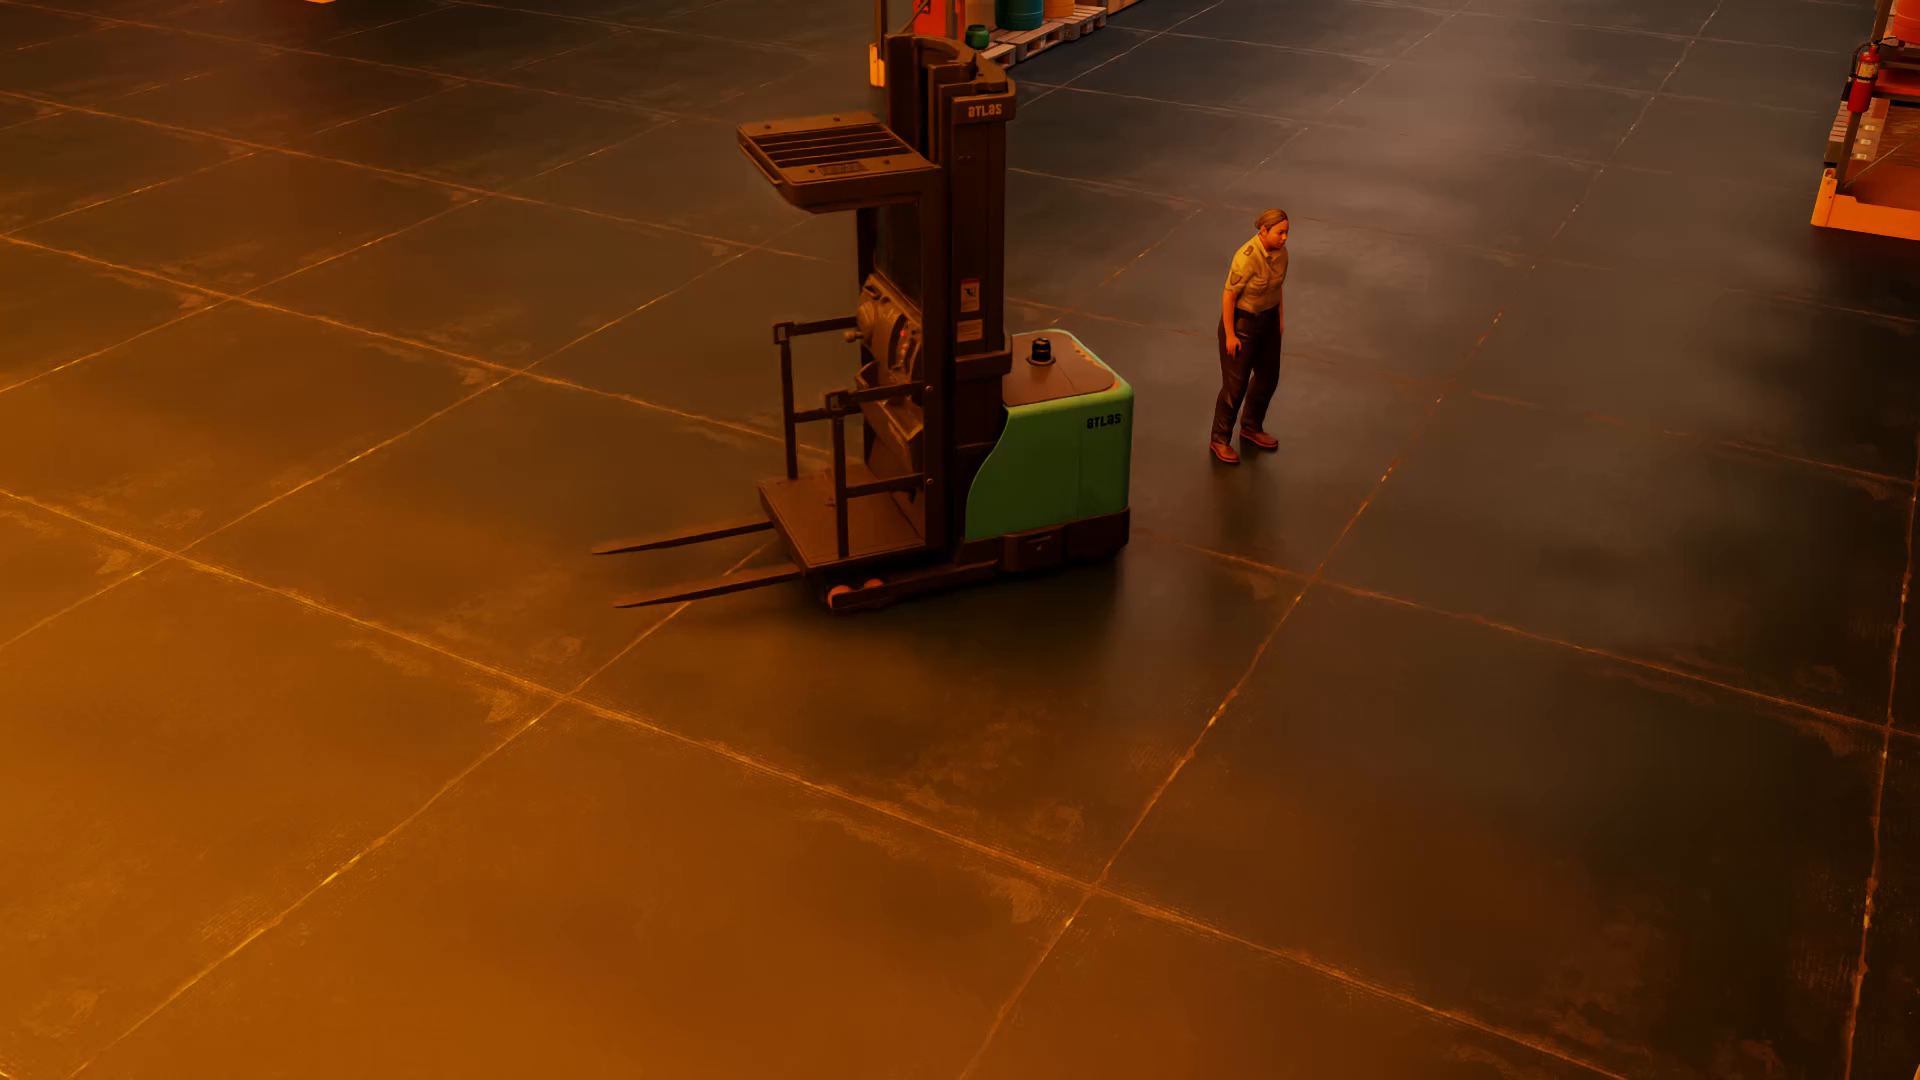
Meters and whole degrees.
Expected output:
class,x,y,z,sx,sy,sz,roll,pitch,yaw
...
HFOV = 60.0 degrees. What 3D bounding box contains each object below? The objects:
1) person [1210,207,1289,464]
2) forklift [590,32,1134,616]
class,x,y,z,sx,sy,sz,roll,pitch,yaw
person,1.876,-1.348,10.689,0.557,1.650,0.369,-21,36,-32
forklift,-0.575,-1.147,9.058,3.031,2.935,1.130,-11,32,-18
